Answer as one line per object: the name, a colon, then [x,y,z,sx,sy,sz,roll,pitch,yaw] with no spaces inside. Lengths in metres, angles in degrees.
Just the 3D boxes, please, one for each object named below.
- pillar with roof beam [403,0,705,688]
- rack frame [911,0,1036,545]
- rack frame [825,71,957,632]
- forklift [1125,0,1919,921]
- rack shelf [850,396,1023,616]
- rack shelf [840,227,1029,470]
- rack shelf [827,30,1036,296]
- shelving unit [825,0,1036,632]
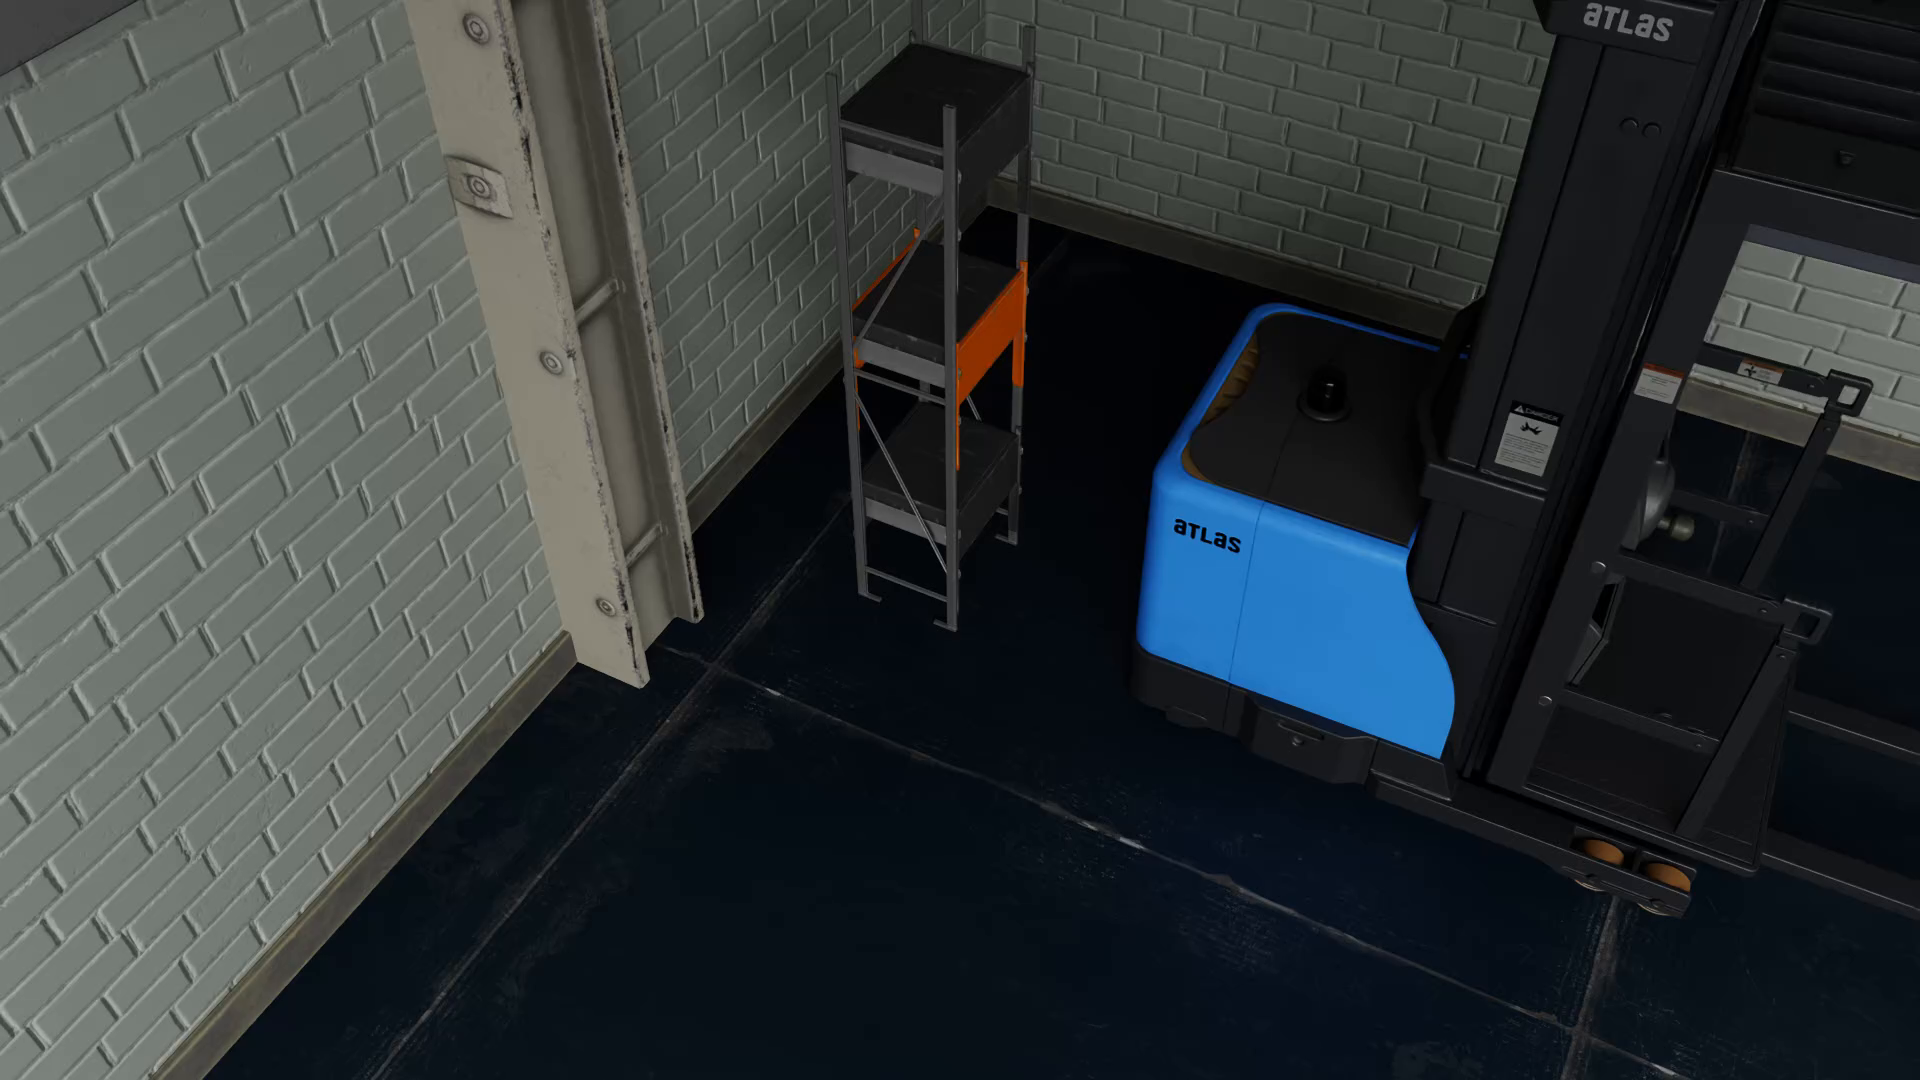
pillar with roof beam: [2.669,-1.403,1.310,9.100,9.000,0.400,20,49,19]
rack frame: [0.036,-0.788,5.552,0.400,2.100,0.015,20,49,19]
rack frame: [-0.190,-0.480,5.248,0.400,2.100,0.015,20,49,19]
forklift: [2.117,-0.314,4.500,3.031,2.935,1.130,20,49,18]
rack shelf: [-0.077,-0.132,5.908,0.431,0.518,0.480,20,49,19]
rack shelf: [-0.077,-0.624,5.410,0.431,0.518,0.480,20,49,19]
rack shelf: [-0.077,-1.116,4.912,0.431,0.518,0.480,20,49,19]
shelving unit: [-0.077,-0.634,5.400,0.431,2.100,0.503,20,49,19]
